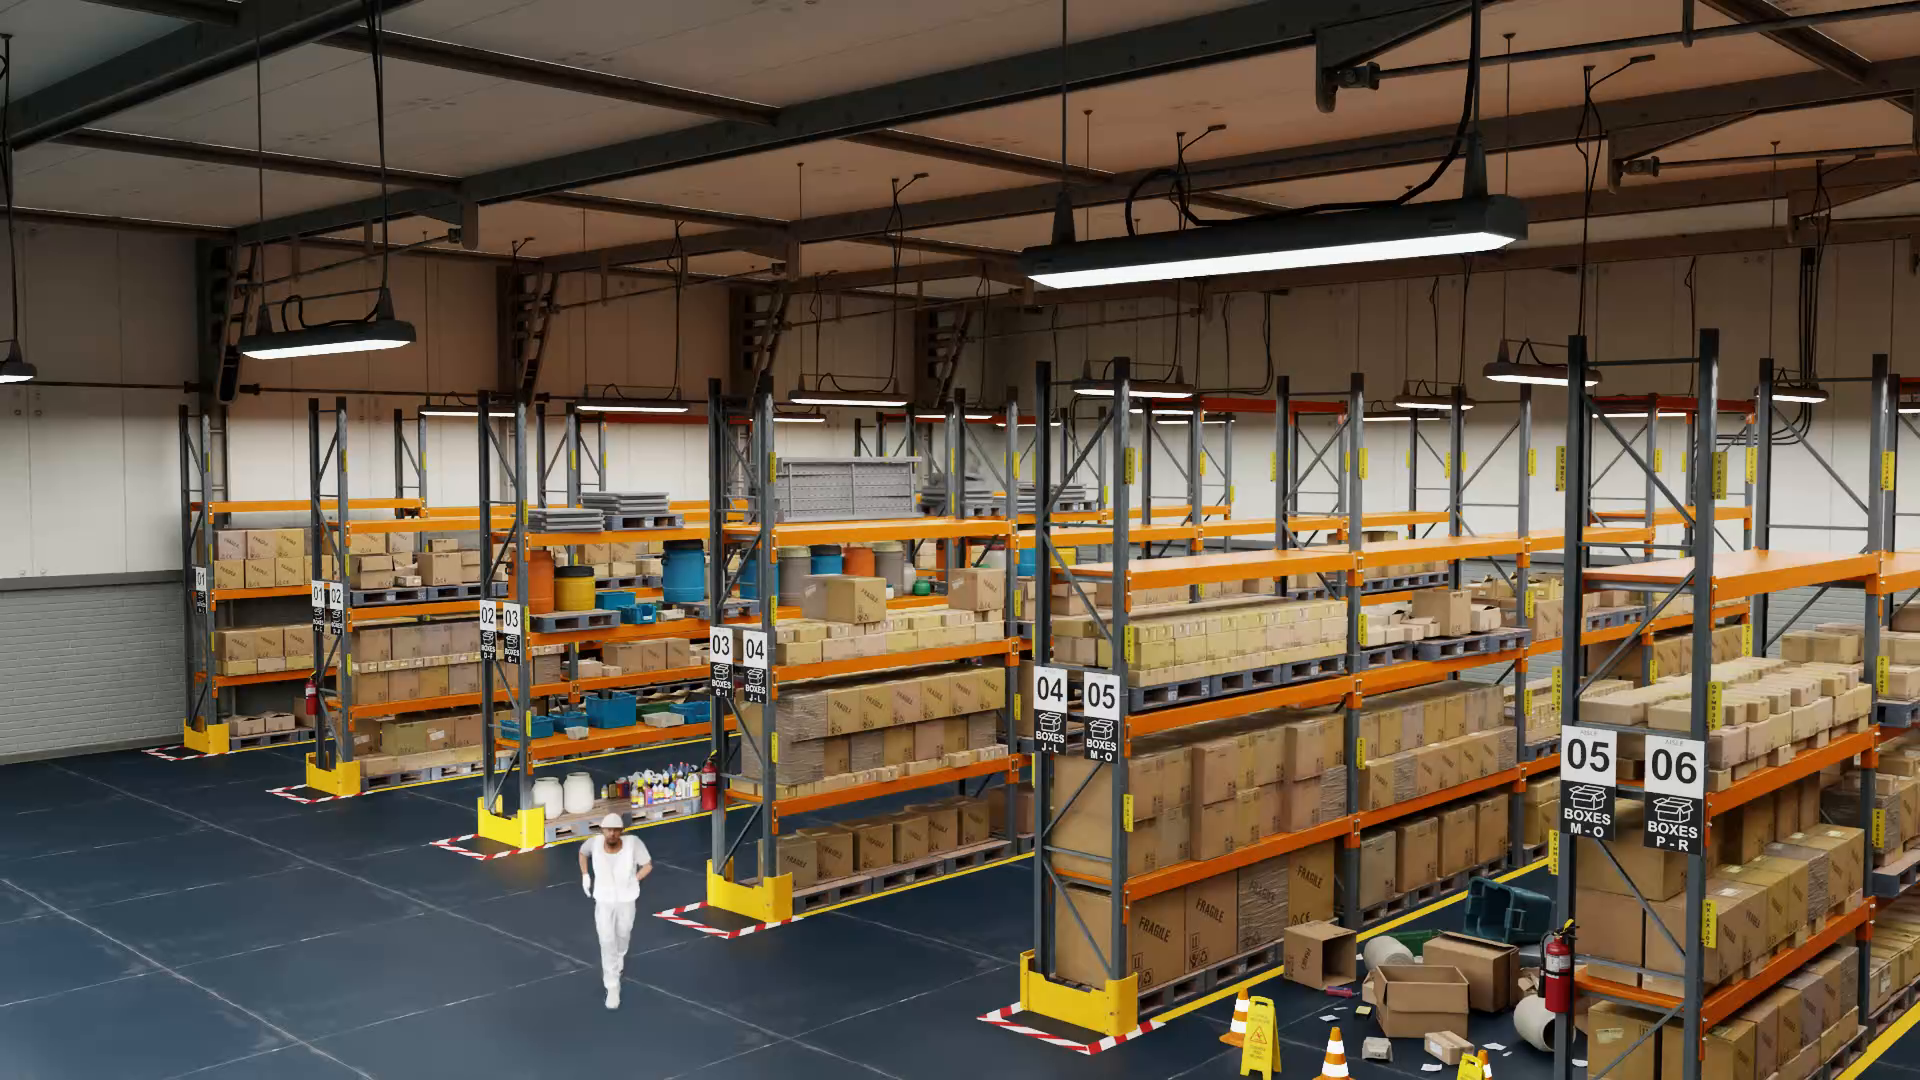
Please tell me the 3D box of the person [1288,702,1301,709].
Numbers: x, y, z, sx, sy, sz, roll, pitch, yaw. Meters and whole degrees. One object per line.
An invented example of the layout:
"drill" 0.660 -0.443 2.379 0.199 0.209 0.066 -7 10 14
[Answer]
"person" 4.695 3.060 23.511 0.688 1.740 0.606 2 4 40

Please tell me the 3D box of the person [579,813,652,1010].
"person" -3.293 3.451 15.917 0.682 1.784 1.102 -1 3 -13
